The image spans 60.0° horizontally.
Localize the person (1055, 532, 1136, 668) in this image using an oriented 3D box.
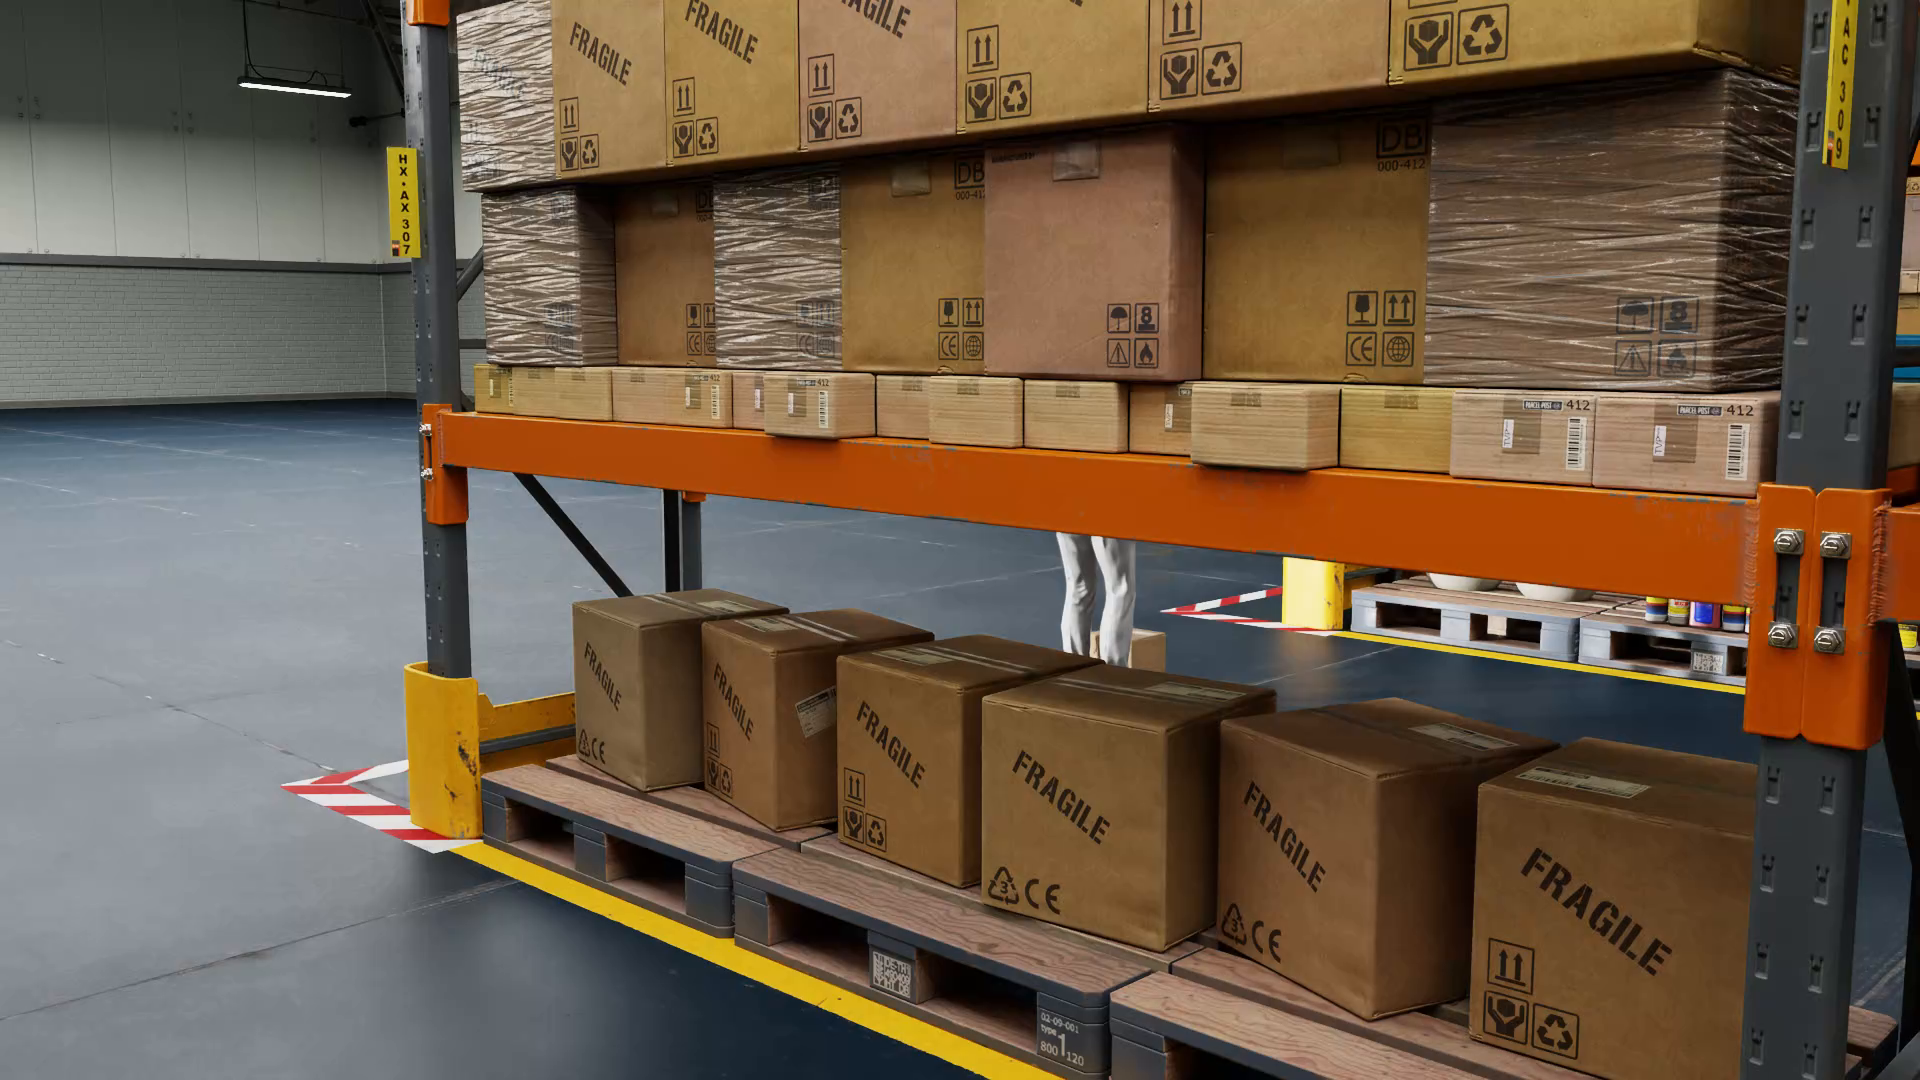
[{"bbox_3d":[0.568,-0.152,6.964,0.528,1.662,0.414,6,9,41],"label":"person"}]
